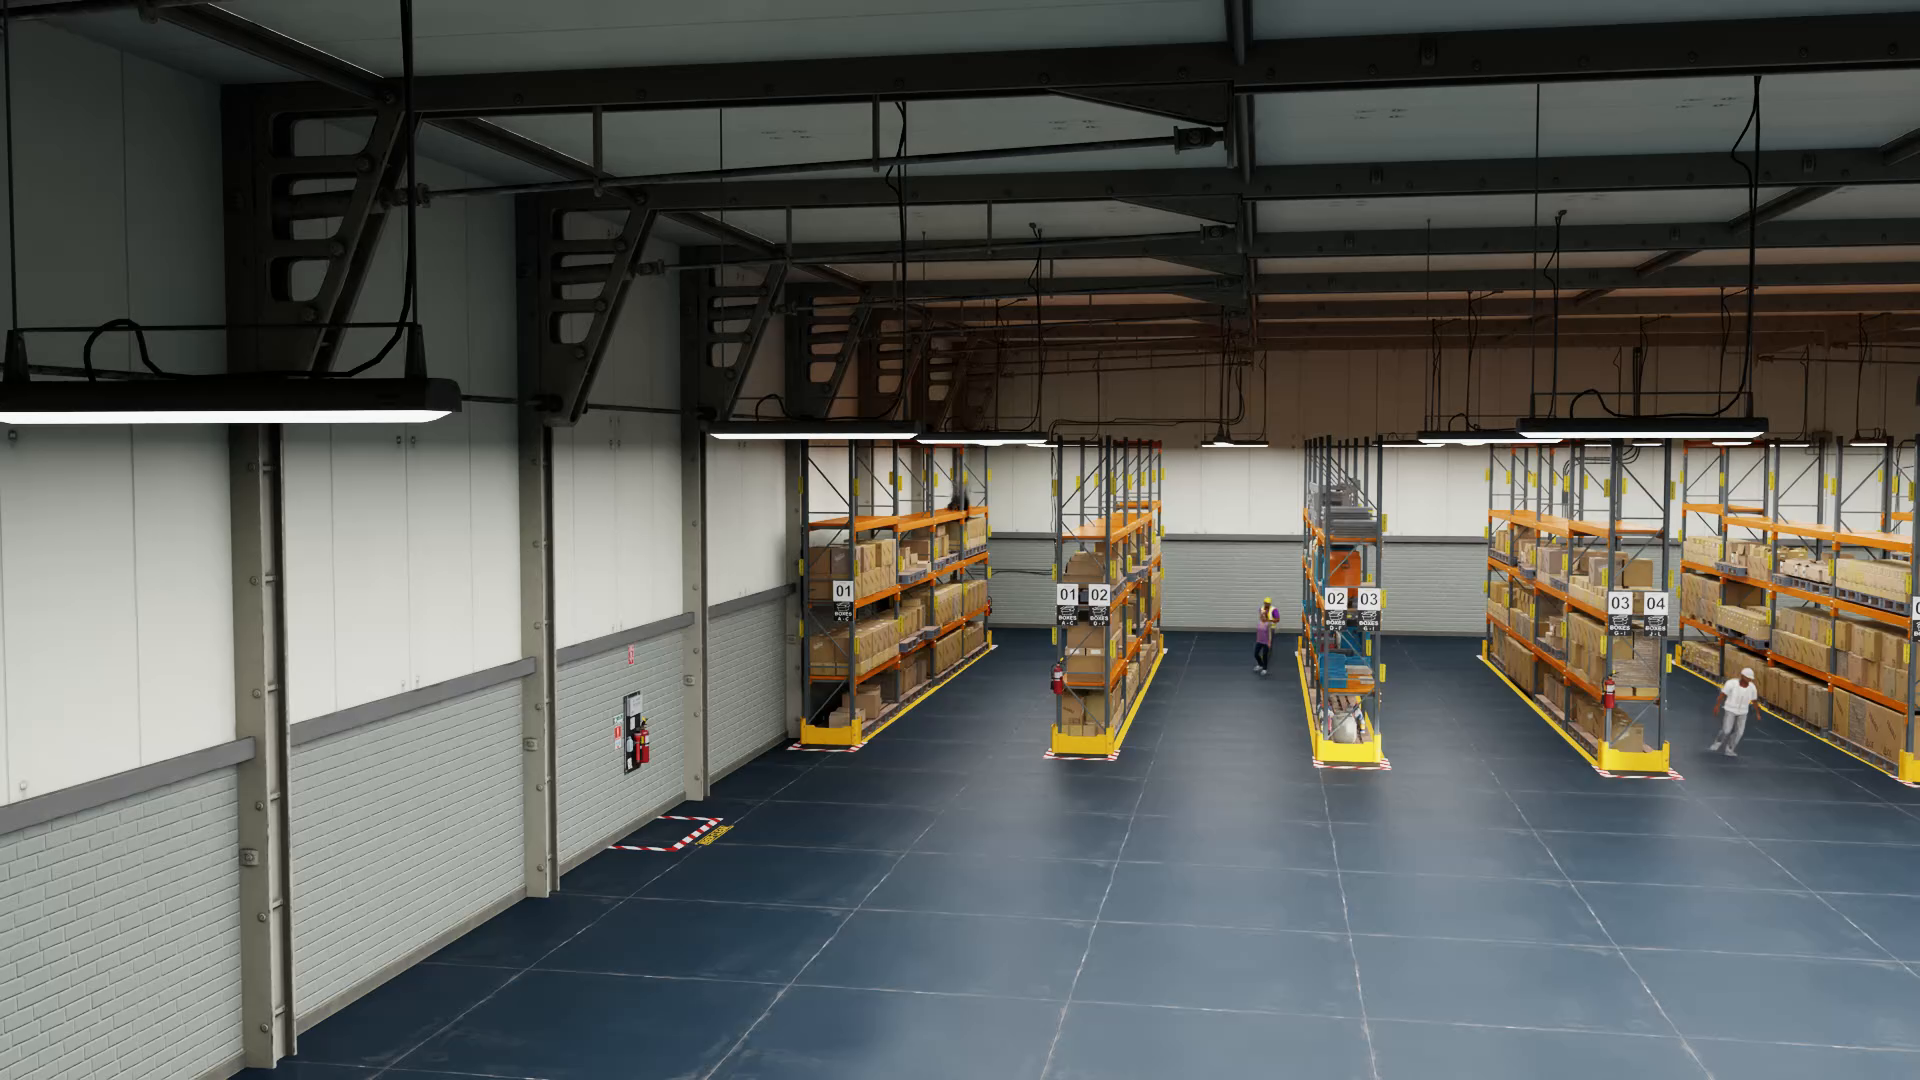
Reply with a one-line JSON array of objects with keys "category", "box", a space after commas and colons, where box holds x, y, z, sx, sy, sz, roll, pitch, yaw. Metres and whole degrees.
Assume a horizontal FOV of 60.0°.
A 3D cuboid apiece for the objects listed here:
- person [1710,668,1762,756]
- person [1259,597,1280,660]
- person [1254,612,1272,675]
[{"category": "person", "box": [14.446, 3.192, 30.931, 0.796, 1.684, 0.678, 0, 3, 4]}, {"category": "person", "box": [8.456, 2.402, 45.444, 0.658, 1.714, 0.919, 2, 3, 26]}, {"category": "person", "box": [7.732, 2.636, 42.425, 0.535, 1.606, 0.424, 2, 4, 37]}]
